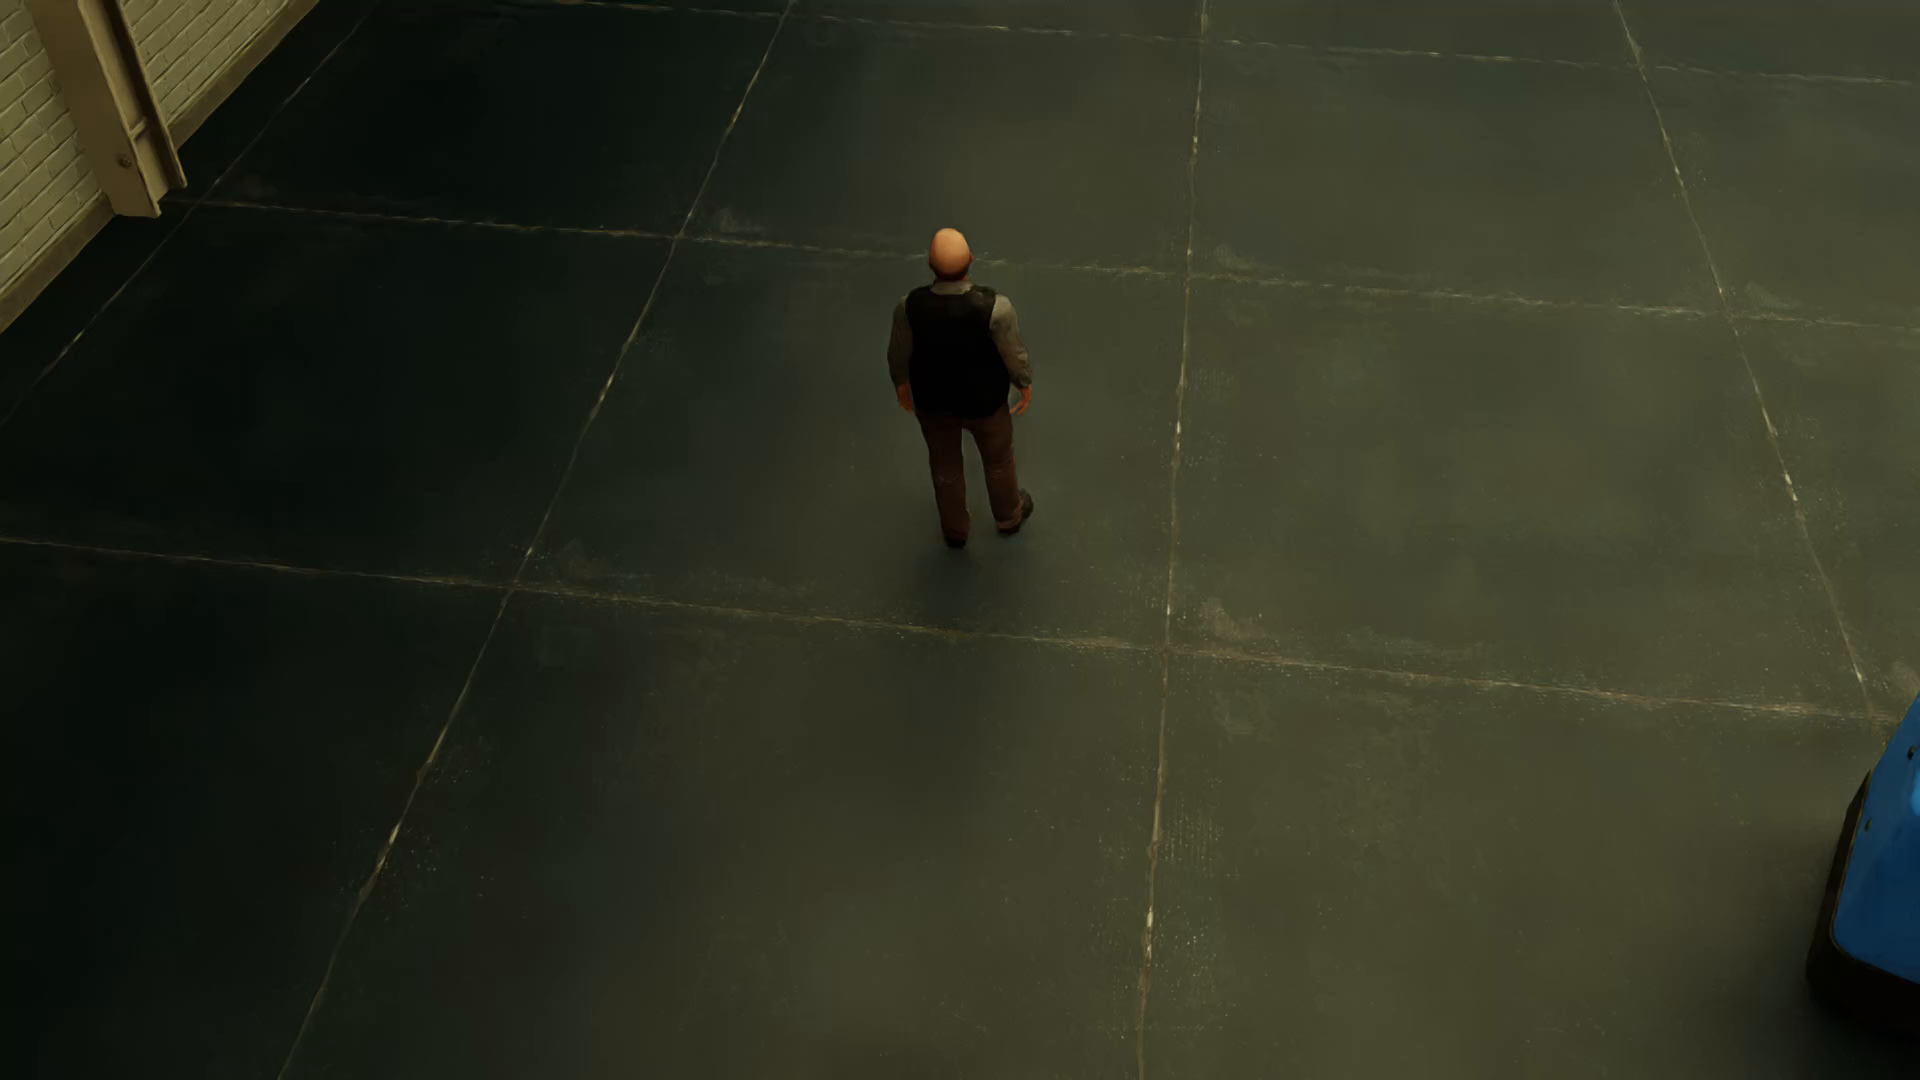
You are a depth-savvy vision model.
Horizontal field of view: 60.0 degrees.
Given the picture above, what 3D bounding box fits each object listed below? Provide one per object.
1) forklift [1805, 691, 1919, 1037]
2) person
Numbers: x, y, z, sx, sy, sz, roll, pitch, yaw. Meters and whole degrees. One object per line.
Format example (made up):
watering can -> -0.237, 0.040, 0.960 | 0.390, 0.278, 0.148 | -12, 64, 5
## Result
forklift -> 4.611, 0.818, 4.834 | 3.031, 2.935, 1.130 | 22, 47, 22
person -> 0.016, -0.680, 7.349 | 0.632, 1.720, 0.567 | 5, 43, 6
